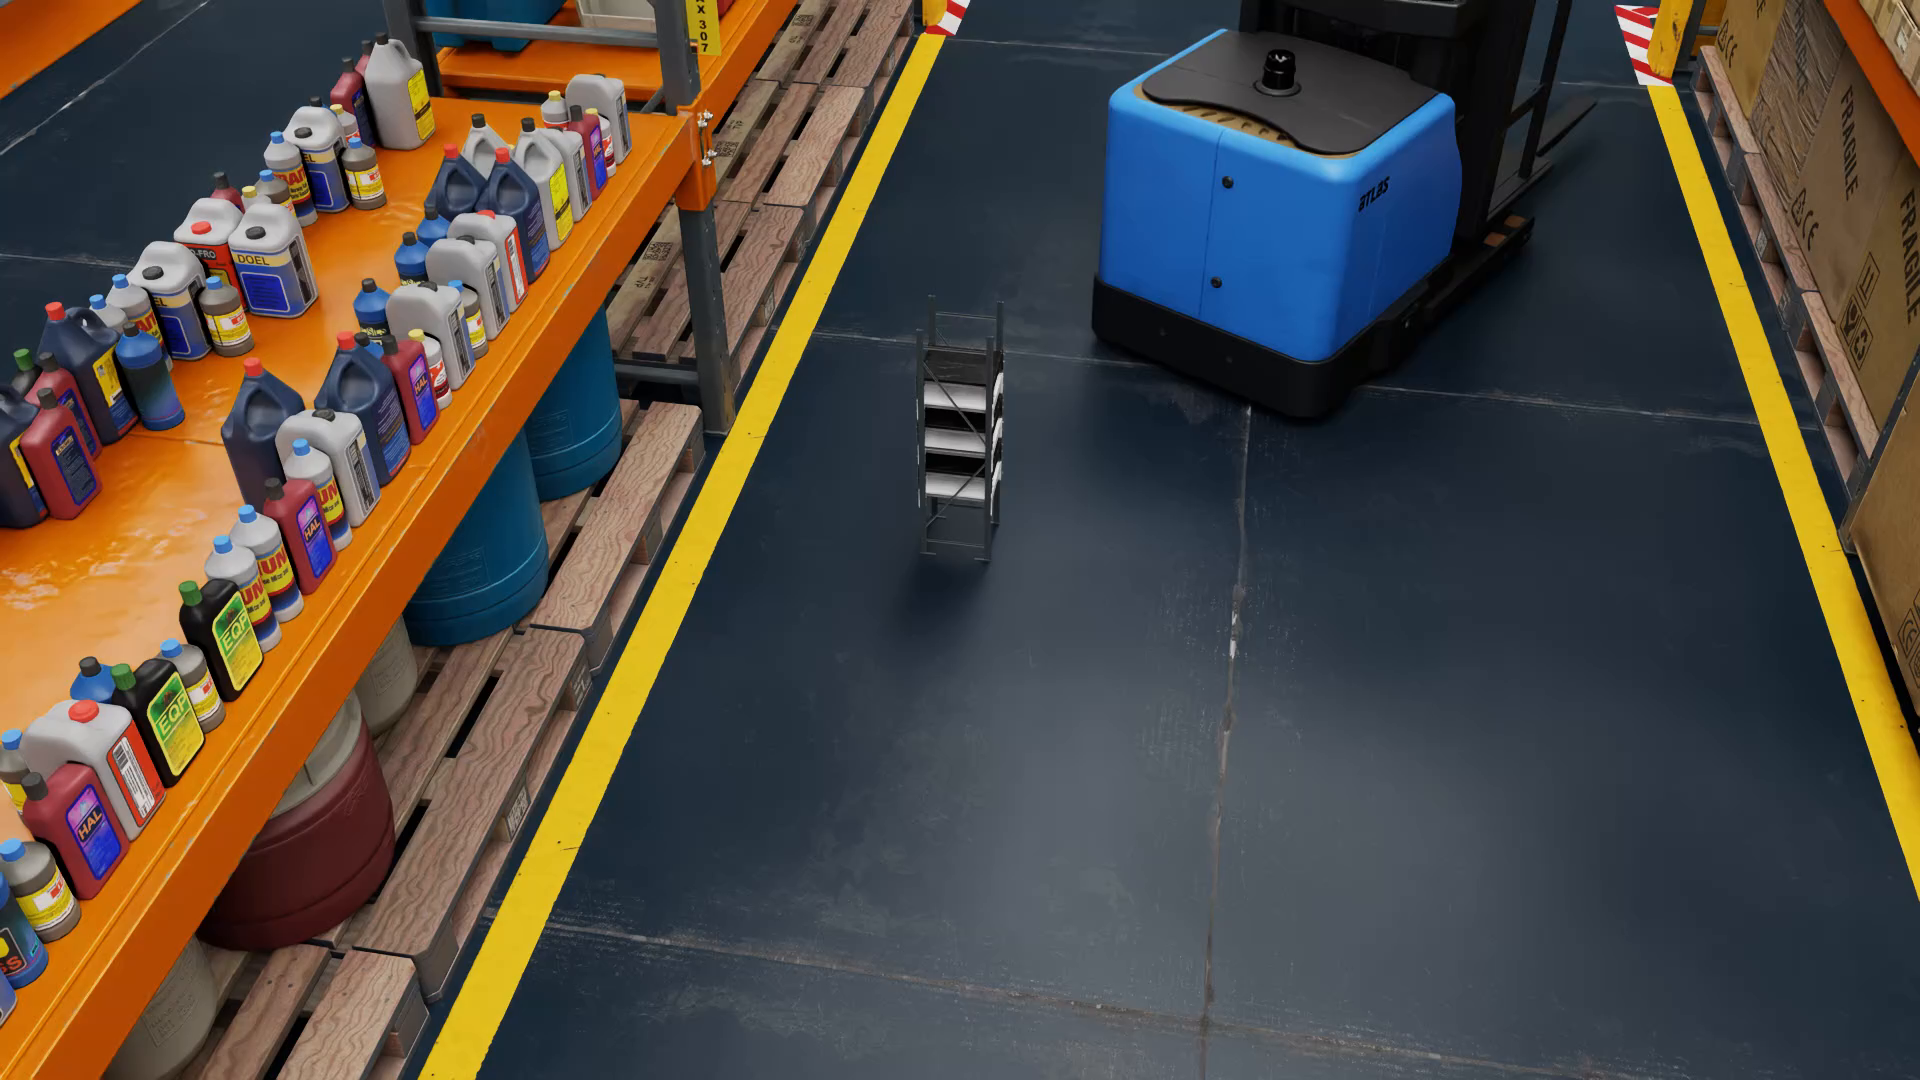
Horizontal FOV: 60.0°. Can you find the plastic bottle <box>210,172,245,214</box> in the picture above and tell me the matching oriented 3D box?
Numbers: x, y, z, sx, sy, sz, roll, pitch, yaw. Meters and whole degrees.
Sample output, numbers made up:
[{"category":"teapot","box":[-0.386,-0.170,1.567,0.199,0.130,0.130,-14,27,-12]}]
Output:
[{"category":"plastic bottle","box":[-1.988,-0.846,4.511,0.061,0.283,0.133,6,40,8]}]

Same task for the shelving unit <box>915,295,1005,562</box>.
[{"category":"shelving unit","box":[0.001,-0.352,5.469,0.258,0.900,0.210,6,40,8]}]

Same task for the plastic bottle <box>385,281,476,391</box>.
[{"category":"plastic bottle","box":[-1.315,-0.525,4.128,0.152,0.276,0.135,6,40,8]}]

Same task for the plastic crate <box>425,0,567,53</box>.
[{"category":"plastic crate","box":[-1.606,-1.979,5.755,0.392,0.384,0.575,6,40,8]}]

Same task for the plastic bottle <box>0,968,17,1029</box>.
[{"category":"plastic bottle","box":[-1.650,0.691,2.658,0.152,0.276,0.135,6,40,8]}]

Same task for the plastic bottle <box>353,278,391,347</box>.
[{"category":"plastic bottle","box":[-1.441,-0.525,4.132,0.097,0.271,0.097,0,40,0]}]

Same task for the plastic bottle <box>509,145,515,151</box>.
[{"category":"plastic bottle","box":[-1.290,-1.045,4.816,0.097,0.201,0.097,0,40,0]}]

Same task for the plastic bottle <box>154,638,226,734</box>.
[{"category":"plastic bottle","box":[-1.500,0.276,3.219,0.097,0.201,0.097,0,40,0]}]

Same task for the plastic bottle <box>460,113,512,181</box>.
[{"category":"plastic bottle","box":[-1.330,-1.016,4.663,0.144,0.351,0.185,6,40,8]}]

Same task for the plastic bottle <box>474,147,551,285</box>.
[{"category":"plastic bottle","box":[-1.220,-0.884,4.503,0.144,0.351,0.185,6,40,8]}]

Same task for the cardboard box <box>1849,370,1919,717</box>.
[{"category":"cardboard box","box":[3.436,-0.025,4.764,1.225,0.875,0.875,7,40,8]}]

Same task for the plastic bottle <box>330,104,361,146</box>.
[{"category":"plastic bottle","box":[-1.860,-1.214,5.020,0.097,0.201,0.097,0,40,0]}]

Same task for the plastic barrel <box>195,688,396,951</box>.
[{"category":"plastic barrel","box":[-1.780,0.629,4.198,0.600,0.588,0.708,6,40,8]}]

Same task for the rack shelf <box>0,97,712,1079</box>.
[{"category":"rack shelf","box":[-1.697,-0.099,4.080,1.077,0.370,4.000,6,40,8]}]

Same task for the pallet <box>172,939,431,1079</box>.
[{"category":"pallet","box":[-1.948,1.454,3.826,1.003,0.211,1.213,6,40,8]}]

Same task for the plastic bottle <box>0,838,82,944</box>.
[{"category":"plastic bottle","box":[-1.586,0.589,2.840,0.097,0.201,0.097,0,40,0]}]

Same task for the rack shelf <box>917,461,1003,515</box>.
[{"category":"rack shelf","box":[0.001,-0.187,5.605,0.258,0.077,0.200,6,40,8]}]

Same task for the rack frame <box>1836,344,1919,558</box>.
[{"category":"rack frame","box":[3.527,-1.085,4.709,1.000,3.000,0.127,6,40,8]}]

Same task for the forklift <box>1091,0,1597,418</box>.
[{"category":"forklift","box":[1.843,-2.462,6.427,1.130,2.935,3.031,27,47,29]}]

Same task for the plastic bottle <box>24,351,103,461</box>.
[{"category":"plastic bottle","box":[-2.081,-0.287,3.835,0.061,0.283,0.133,6,40,8]}]

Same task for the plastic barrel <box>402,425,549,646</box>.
[{"category":"plastic barrel","box":[-1.584,-0.201,4.956,0.600,0.901,0.708,6,40,8]}]

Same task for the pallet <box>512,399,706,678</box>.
[{"category":"pallet","box":[-1.526,-0.077,5.678,1.003,0.211,1.213,6,40,8]}]

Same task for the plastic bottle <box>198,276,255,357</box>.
[{"category":"plastic bottle","box":[-1.881,-0.578,4.251,0.097,0.201,0.097,0,40,0]}]

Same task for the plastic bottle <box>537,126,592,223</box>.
[{"category":"plastic bottle","box":[-1.164,-1.071,4.789,0.152,0.276,0.135,6,40,8]}]

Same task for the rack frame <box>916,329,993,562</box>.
[{"category":"rack frame","box":[-0.016,-0.288,5.392,0.240,0.900,0.006,6,40,8]}]

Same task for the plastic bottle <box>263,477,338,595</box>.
[{"category":"plastic bottle","box":[-1.405,-0.032,3.527,0.061,0.283,0.133,6,40,8]}]

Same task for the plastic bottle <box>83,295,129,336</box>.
[{"category":"plastic bottle","box":[-2.071,-0.476,4.073,0.097,0.271,0.097,0,40,0]}]

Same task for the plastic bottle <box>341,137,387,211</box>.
[{"category":"plastic bottle","box":[-1.744,-1.075,4.852,0.097,0.201,0.097,0,40,0]}]

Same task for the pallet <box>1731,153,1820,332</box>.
[{"category":"pallet","box":[3.945,-1.247,7.093,1.003,0.211,1.213,6,40,8]}]

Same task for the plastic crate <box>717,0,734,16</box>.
[{"category":"plastic crate","box":[-0.949,-2.212,5.974,0.402,0.464,0.583,6,40,8]}]

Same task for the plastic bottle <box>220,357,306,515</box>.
[{"category":"plastic bottle","box":[-1.552,-0.241,3.726,0.144,0.351,0.185,6,40,8]}]

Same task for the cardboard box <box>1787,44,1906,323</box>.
[{"category":"cardboard box","box":[3.876,-1.399,6.425,0.875,0.875,0.875,6,40,8]}]

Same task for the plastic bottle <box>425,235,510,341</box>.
[{"category":"plastic bottle","box":[-1.275,-0.671,4.304,0.152,0.276,0.135,6,40,8]}]

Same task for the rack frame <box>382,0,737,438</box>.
[{"category":"rack frame","box":[-1.351,-1.632,5.369,1.000,3.000,0.127,6,40,8]}]

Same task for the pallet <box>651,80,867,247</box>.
[{"category":"pallet","box":[-1.053,-1.791,7.750,1.003,0.211,1.213,6,40,8]}]

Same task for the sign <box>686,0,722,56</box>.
[{"category":"sign","box":[-0.810,-1.676,5.206,0.100,0.325,0.005,6,40,8]}]

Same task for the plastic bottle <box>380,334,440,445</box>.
[{"category":"plastic bottle","box":[-1.310,-0.378,3.944,0.061,0.283,0.133,6,40,8]}]

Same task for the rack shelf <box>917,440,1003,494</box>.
[{"category":"rack shelf","box":[0.001,-0.257,5.548,0.258,0.077,0.200,6,40,8]}]

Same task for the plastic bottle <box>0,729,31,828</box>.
[{"category":"plastic bottle","box":[-1.696,0.427,3.035,0.097,0.201,0.097,0,40,0]}]

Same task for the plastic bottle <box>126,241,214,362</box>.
[{"category":"plastic bottle","box":[-2.007,-0.609,4.229,0.152,0.276,0.135,6,40,8]}]

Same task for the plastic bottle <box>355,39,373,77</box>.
[{"category":"plastic bottle","box":[-1.835,-1.404,5.185,0.061,0.283,0.133,6,40,8]}]

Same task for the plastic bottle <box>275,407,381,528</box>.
[{"category":"plastic bottle","box":[-1.410,-0.180,3.711,0.152,0.276,0.135,6,40,8]}]

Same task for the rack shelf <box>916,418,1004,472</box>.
[{"category":"rack shelf","box":[0.001,-0.326,5.491,0.258,0.077,0.200,6,40,8]}]

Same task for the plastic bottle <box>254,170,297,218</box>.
[{"category":"plastic bottle","box":[-1.934,-0.946,4.696,0.097,0.201,0.097,0,40,0]}]

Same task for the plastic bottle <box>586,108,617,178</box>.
[{"category":"plastic bottle","box":[-1.094,-1.196,4.999,0.097,0.201,0.097,0,40,0]}]

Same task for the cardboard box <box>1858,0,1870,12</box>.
[{"category":"cardboard box","box":[3.479,-2.023,6.039,0.380,0.149,0.250,6,40,7]}]

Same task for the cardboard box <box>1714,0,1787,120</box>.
[{"category":"cardboard box","box":[4.187,-2.528,7.792,0.875,0.875,0.875,6,40,8]}]

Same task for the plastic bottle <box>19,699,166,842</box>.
[{"category":"plastic bottle","box":[-1.570,0.400,3.009,0.152,0.276,0.135,6,40,8]}]

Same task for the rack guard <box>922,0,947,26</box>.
[{"category":"rack guard","box":[-0.667,-3.195,9.222,1.175,0.500,0.348,6,40,8]}]

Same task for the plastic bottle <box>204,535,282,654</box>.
[{"category":"plastic bottle","box":[-1.460,0.104,3.371,0.097,0.271,0.097,0,40,0]}]

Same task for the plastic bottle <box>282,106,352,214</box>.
[{"category":"plastic bottle","box":[-1.870,-1.106,4.831,0.152,0.276,0.135,6,40,8]}]

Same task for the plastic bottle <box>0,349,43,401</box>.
[{"category":"plastic bottle","box":[-2.141,-0.294,3.843,0.061,0.283,0.133,6,40,8]}]

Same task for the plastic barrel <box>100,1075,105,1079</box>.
[{"category":"plastic barrel","box":[-1.975,1.244,3.264,0.600,0.830,0.708,6,40,8]}]

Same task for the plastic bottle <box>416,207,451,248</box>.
[{"category":"plastic bottle","box":[-1.377,-0.755,4.410,0.097,0.271,0.097,0,40,0]}]

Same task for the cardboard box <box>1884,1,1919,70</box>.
[{"category":"cardboard box","box":[3.391,-1.700,5.649,0.380,0.149,0.250,7,40,9]}]
